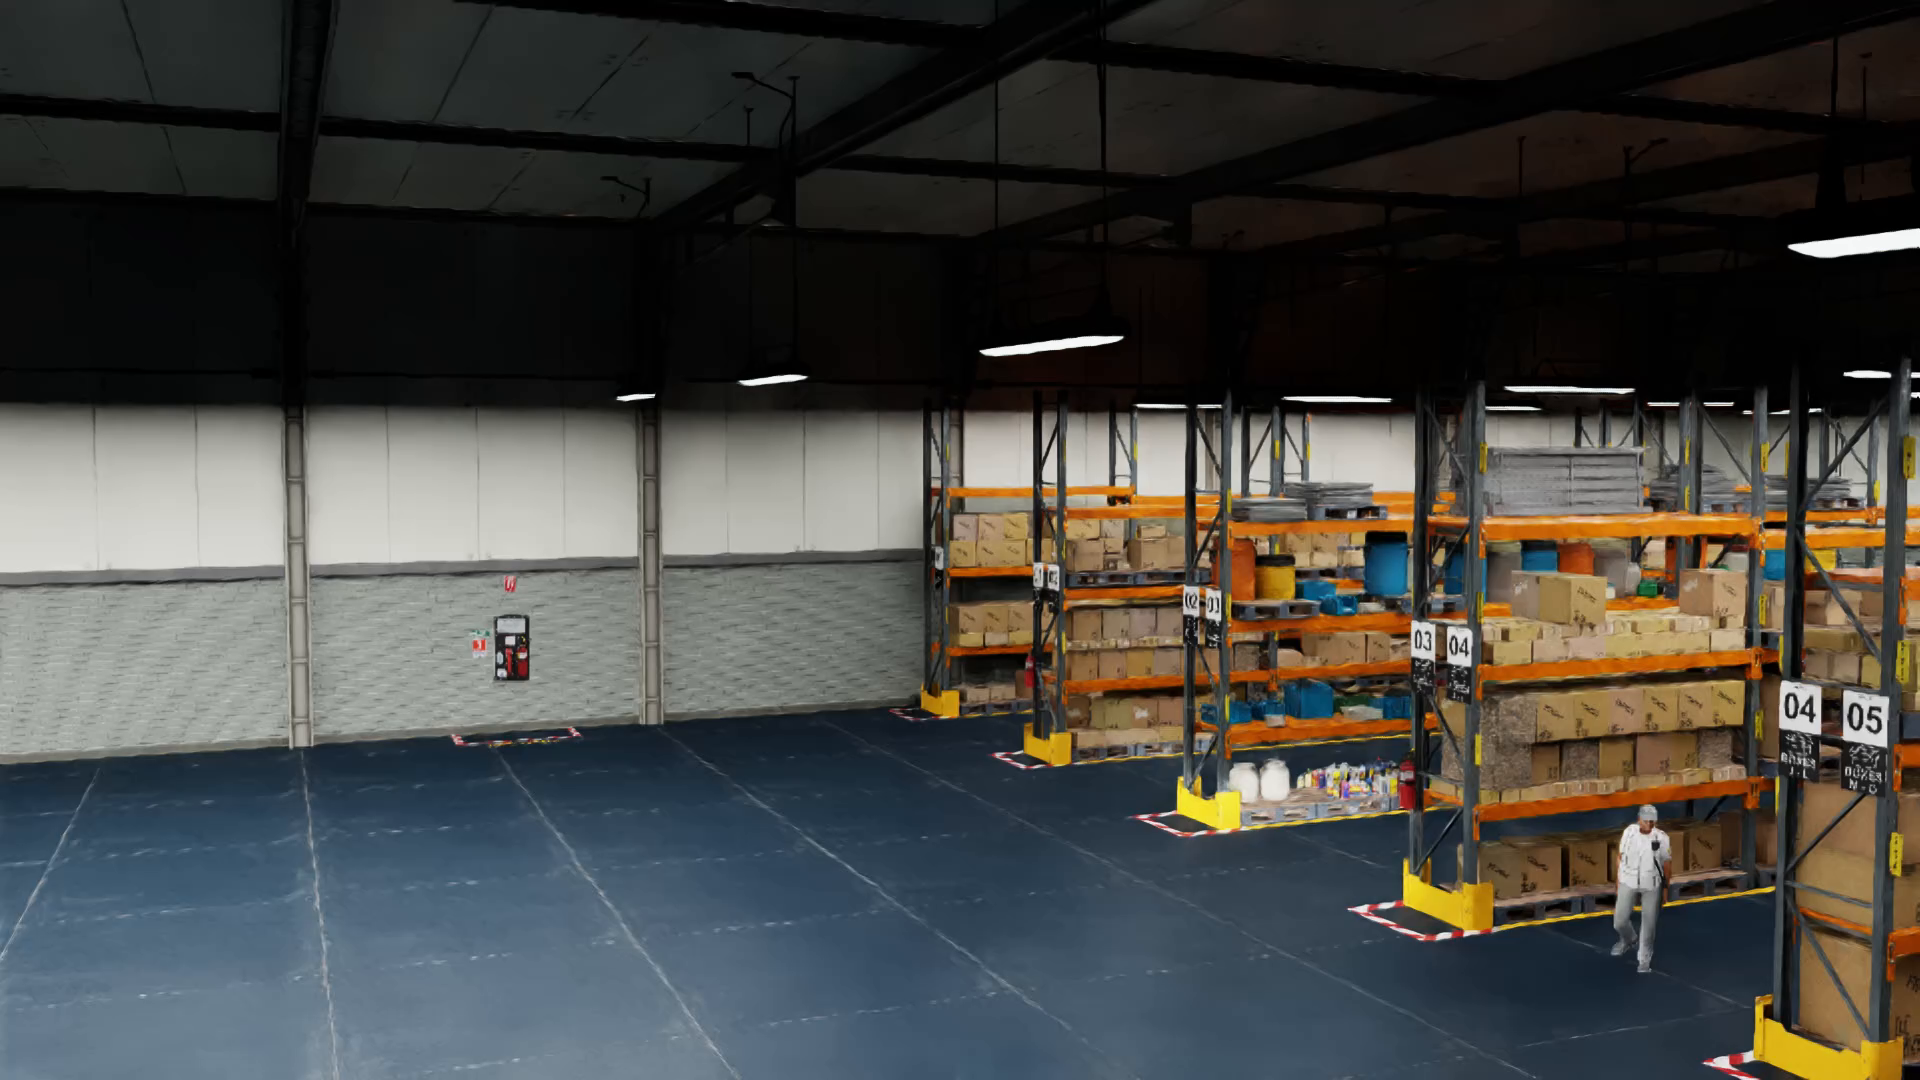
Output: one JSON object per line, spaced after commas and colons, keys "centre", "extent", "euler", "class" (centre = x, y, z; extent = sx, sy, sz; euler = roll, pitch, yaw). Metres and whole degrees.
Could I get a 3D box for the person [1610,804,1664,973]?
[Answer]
{"centre": [6.640, 3.380, 16.306], "extent": [0.499, 1.657, 0.558], "euler": [2, 4, 30], "class": "person"}
